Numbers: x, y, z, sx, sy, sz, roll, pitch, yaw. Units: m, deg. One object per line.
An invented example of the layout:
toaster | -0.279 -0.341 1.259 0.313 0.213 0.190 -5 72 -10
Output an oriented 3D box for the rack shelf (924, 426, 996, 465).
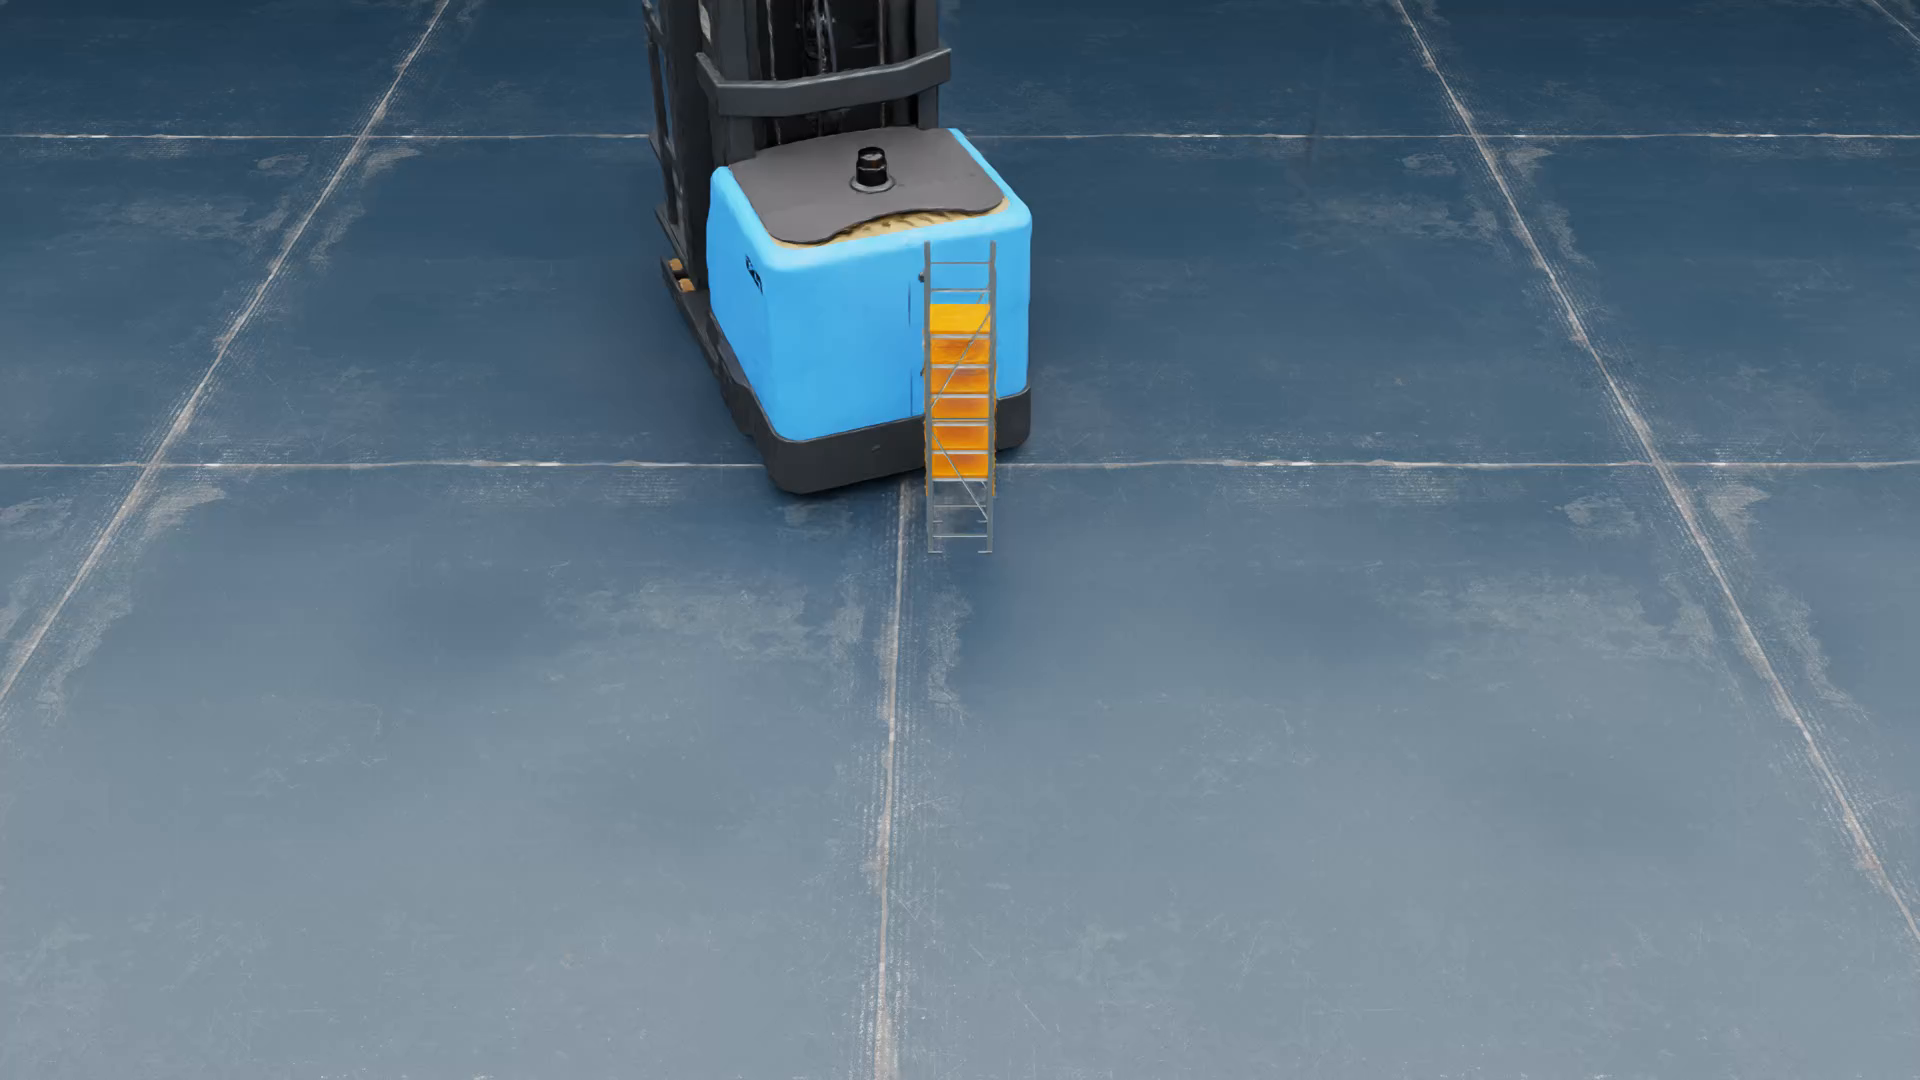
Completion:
rack shelf | 0.000 -0.349 5.989 0.258 0.103 0.180 0 39 0

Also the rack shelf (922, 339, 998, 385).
rack shelf | 0.000 -0.630 5.764 0.258 0.103 0.180 0 39 0

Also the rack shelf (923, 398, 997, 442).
rack shelf | 0.000 -0.443 5.914 0.258 0.103 0.180 0 39 0

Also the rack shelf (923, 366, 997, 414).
rack shelf | 0.000 -0.536 5.839 0.258 0.103 0.180 0 39 0

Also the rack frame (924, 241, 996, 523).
rack frame | 0.000 -0.534 5.957 0.240 1.200 0.006 0 39 0

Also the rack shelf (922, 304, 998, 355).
rack shelf | 0.000 -0.724 5.689 0.258 0.103 0.180 0 39 0

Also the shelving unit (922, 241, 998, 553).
shelving unit | 0.000 -0.477 5.886 0.258 1.200 0.189 0 39 0

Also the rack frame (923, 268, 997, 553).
rack frame | 0.000 -0.420 5.815 0.240 1.200 0.006 0 39 0

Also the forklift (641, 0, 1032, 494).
forklift | -0.726 -2.246 6.708 1.130 2.935 3.031 -14 41 -16

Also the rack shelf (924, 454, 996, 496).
rack shelf | 0.000 -0.255 6.064 0.258 0.103 0.180 0 39 0
